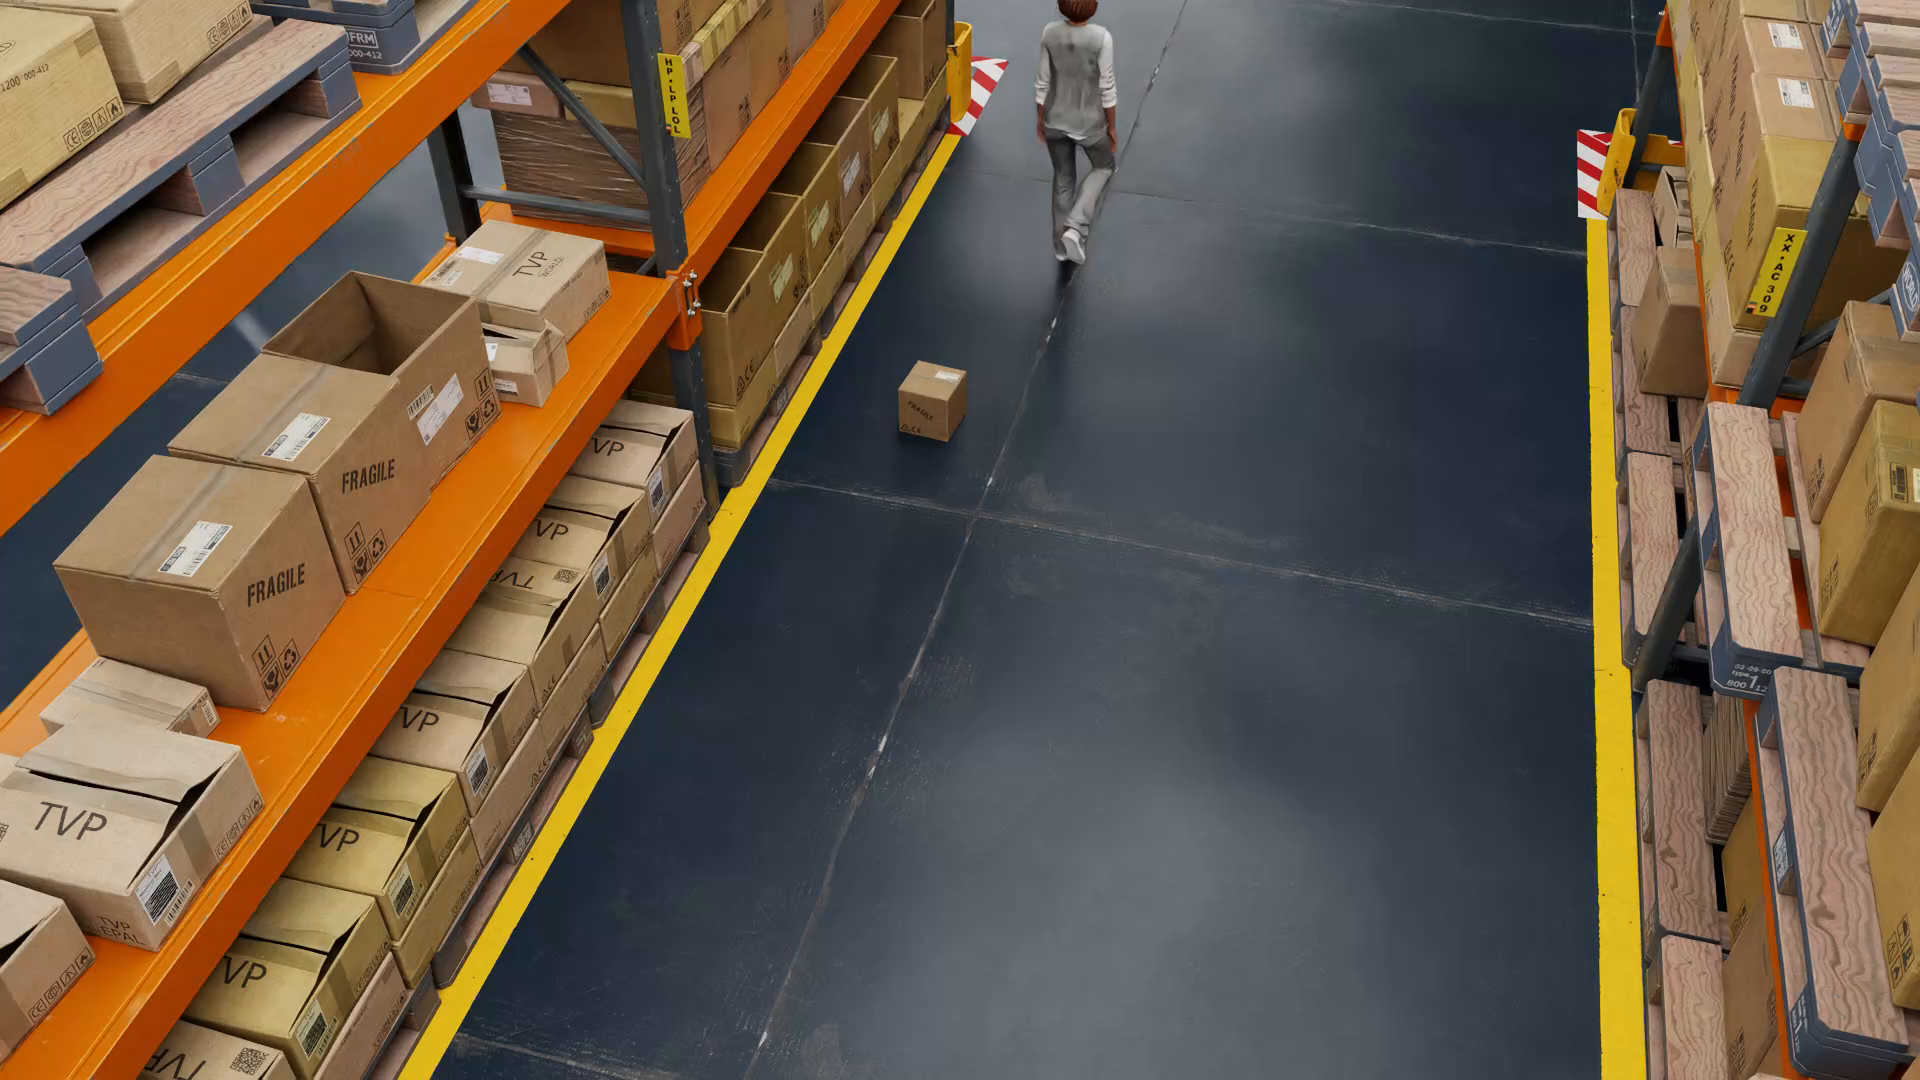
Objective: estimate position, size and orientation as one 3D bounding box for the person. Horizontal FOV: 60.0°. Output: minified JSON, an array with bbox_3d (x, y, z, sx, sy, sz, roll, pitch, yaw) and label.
[{"bbox_3d":[0.593,-2.121,8.516,0.448,1.594,0.465,14,43,15],"label":"person"}]
